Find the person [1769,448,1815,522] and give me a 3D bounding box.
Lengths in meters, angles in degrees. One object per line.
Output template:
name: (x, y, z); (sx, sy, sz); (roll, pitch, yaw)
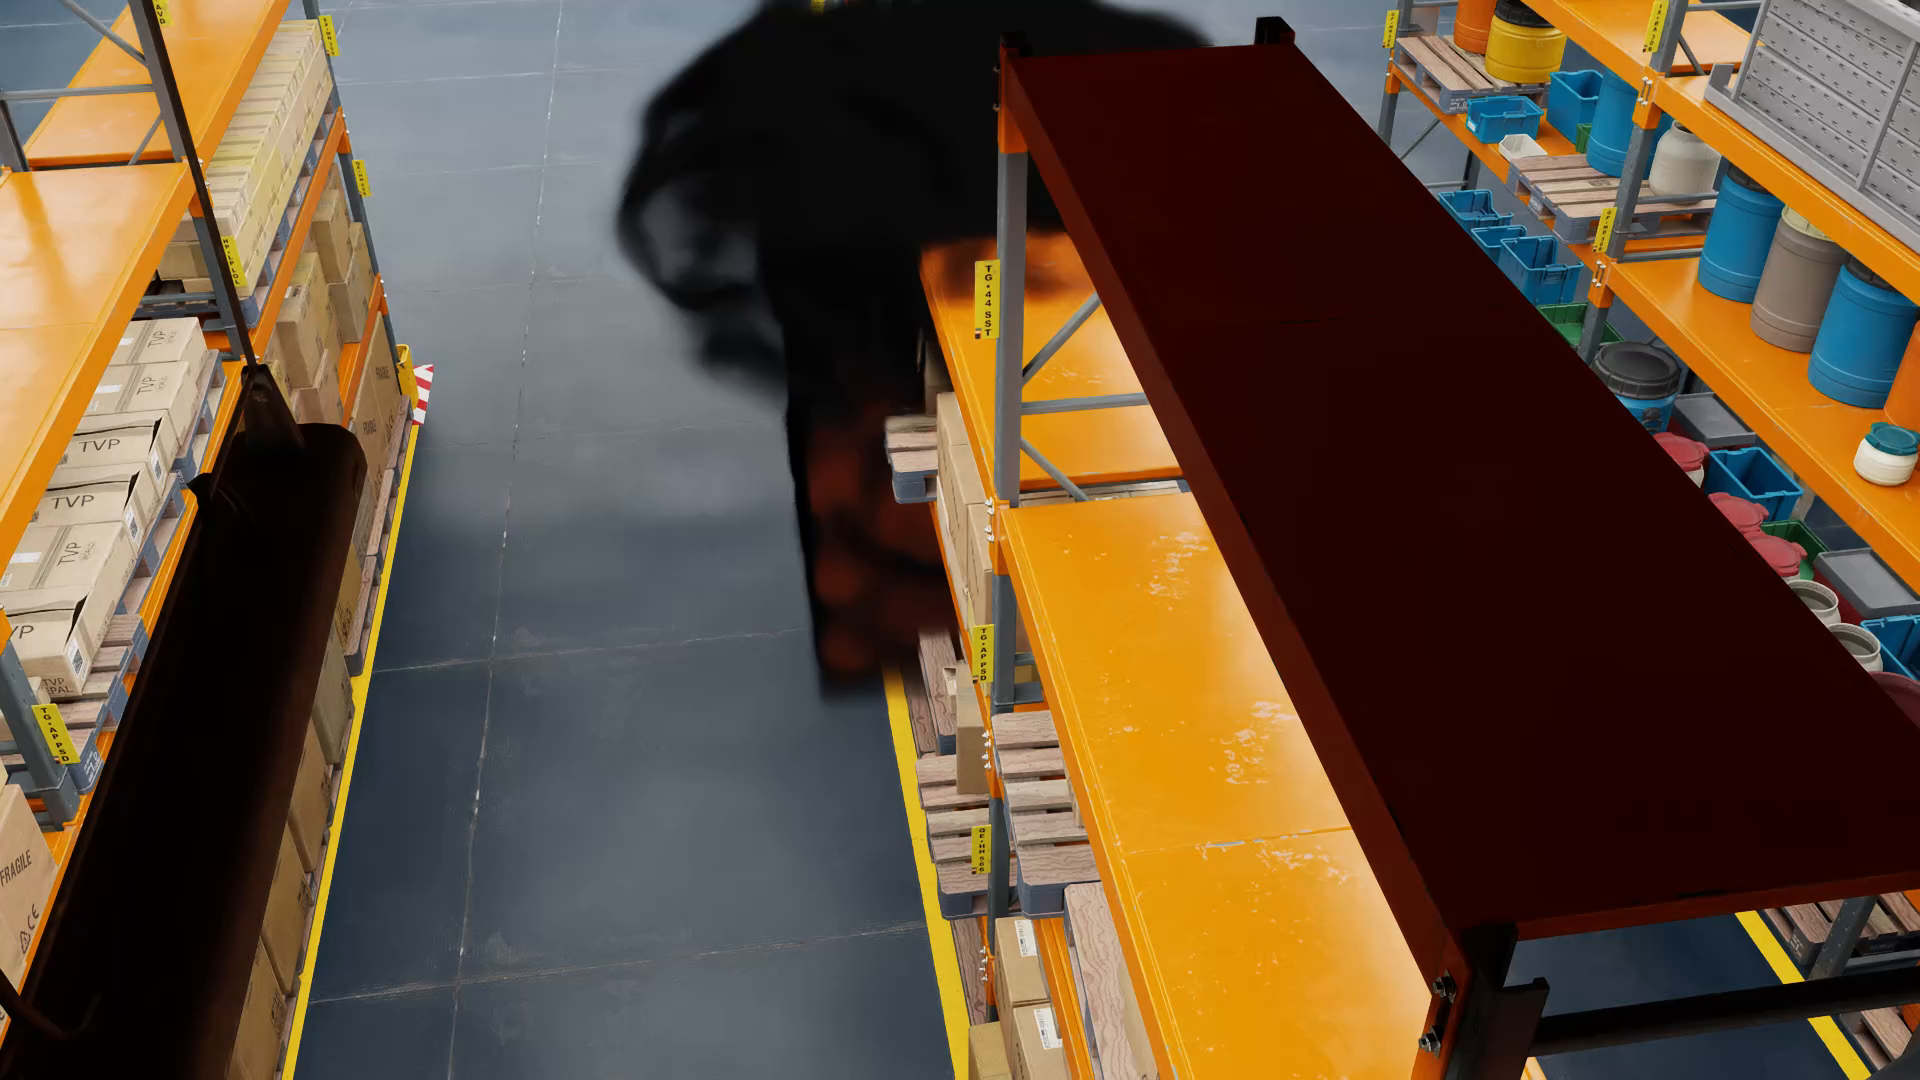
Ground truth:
person: (6.535, -0.901, 12.792); (0.707, 1.737, 0.555); (2, 36, 3)
